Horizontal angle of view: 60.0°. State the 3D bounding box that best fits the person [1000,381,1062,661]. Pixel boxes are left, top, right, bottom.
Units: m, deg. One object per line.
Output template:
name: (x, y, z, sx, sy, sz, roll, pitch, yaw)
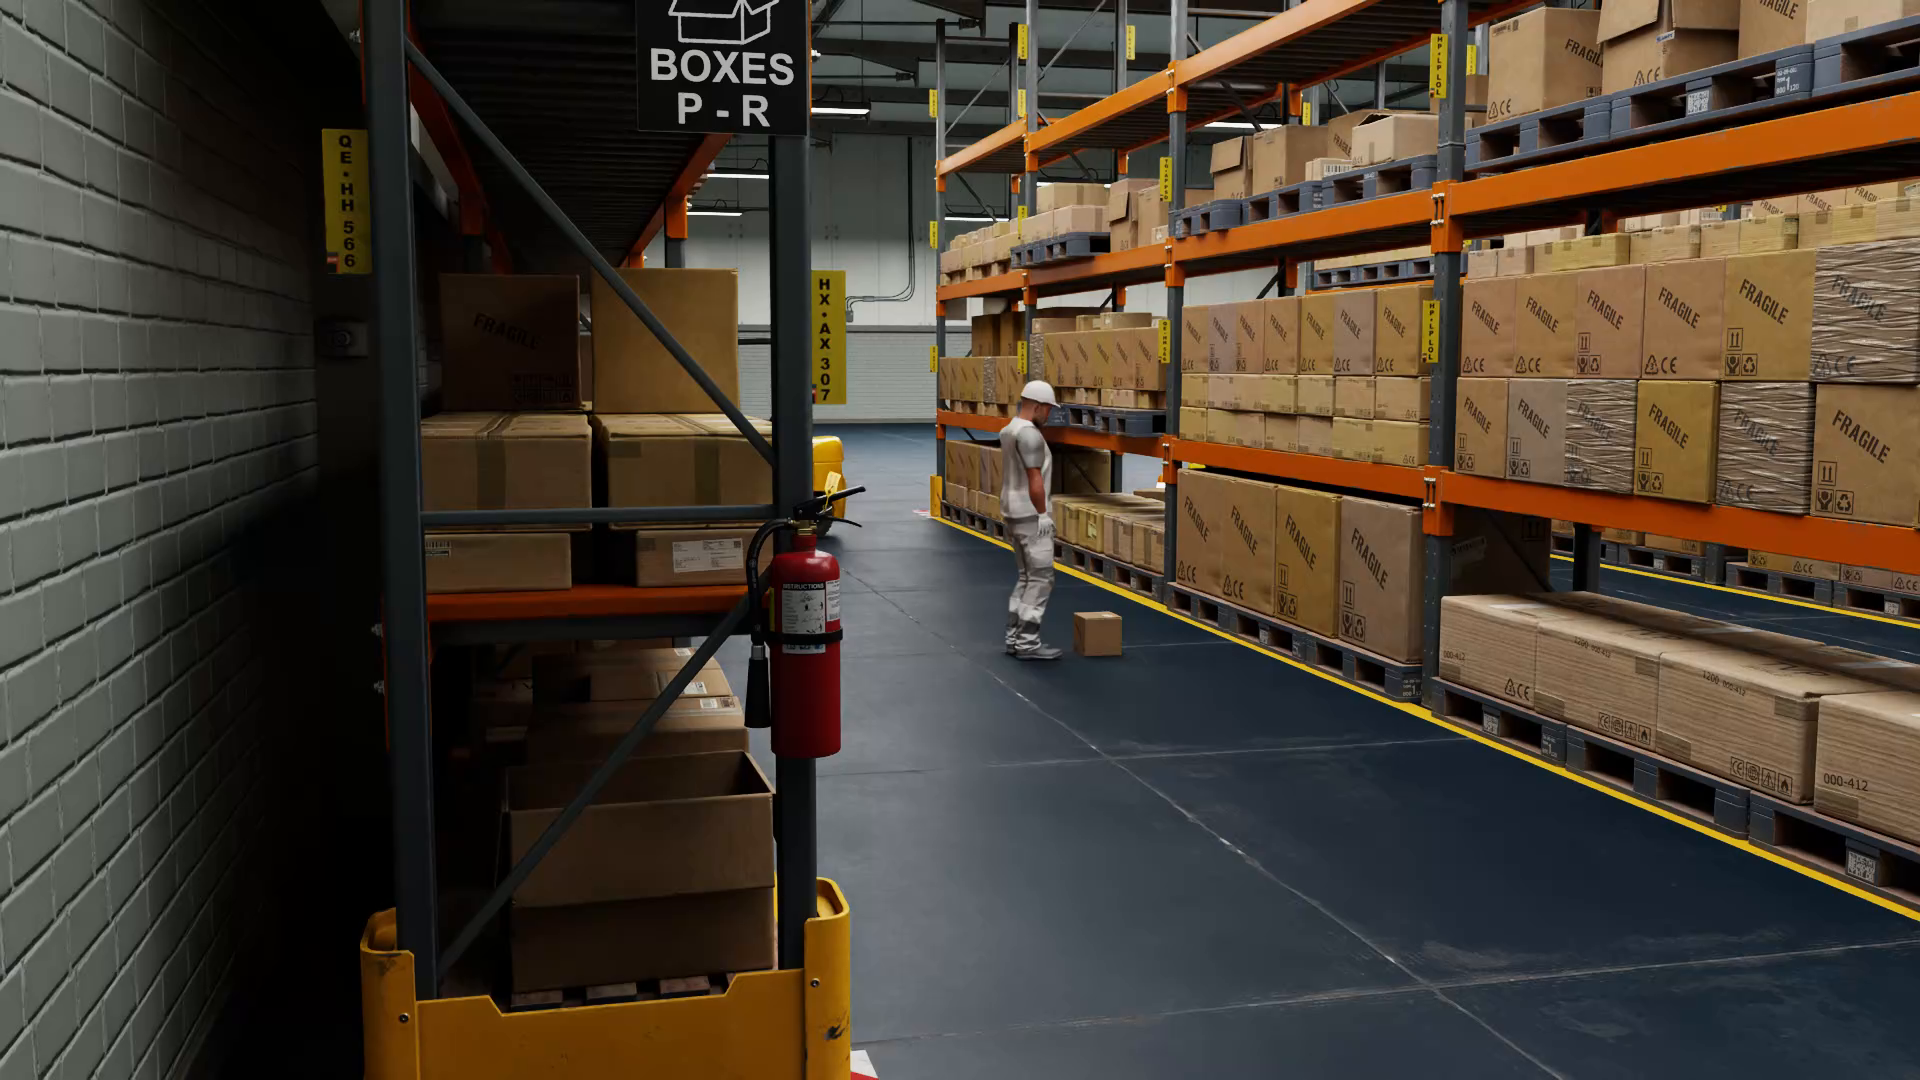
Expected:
person: (0.458, -0.132, 10.638, 0.388, 1.769, 0.533, -1, 6, -13)
